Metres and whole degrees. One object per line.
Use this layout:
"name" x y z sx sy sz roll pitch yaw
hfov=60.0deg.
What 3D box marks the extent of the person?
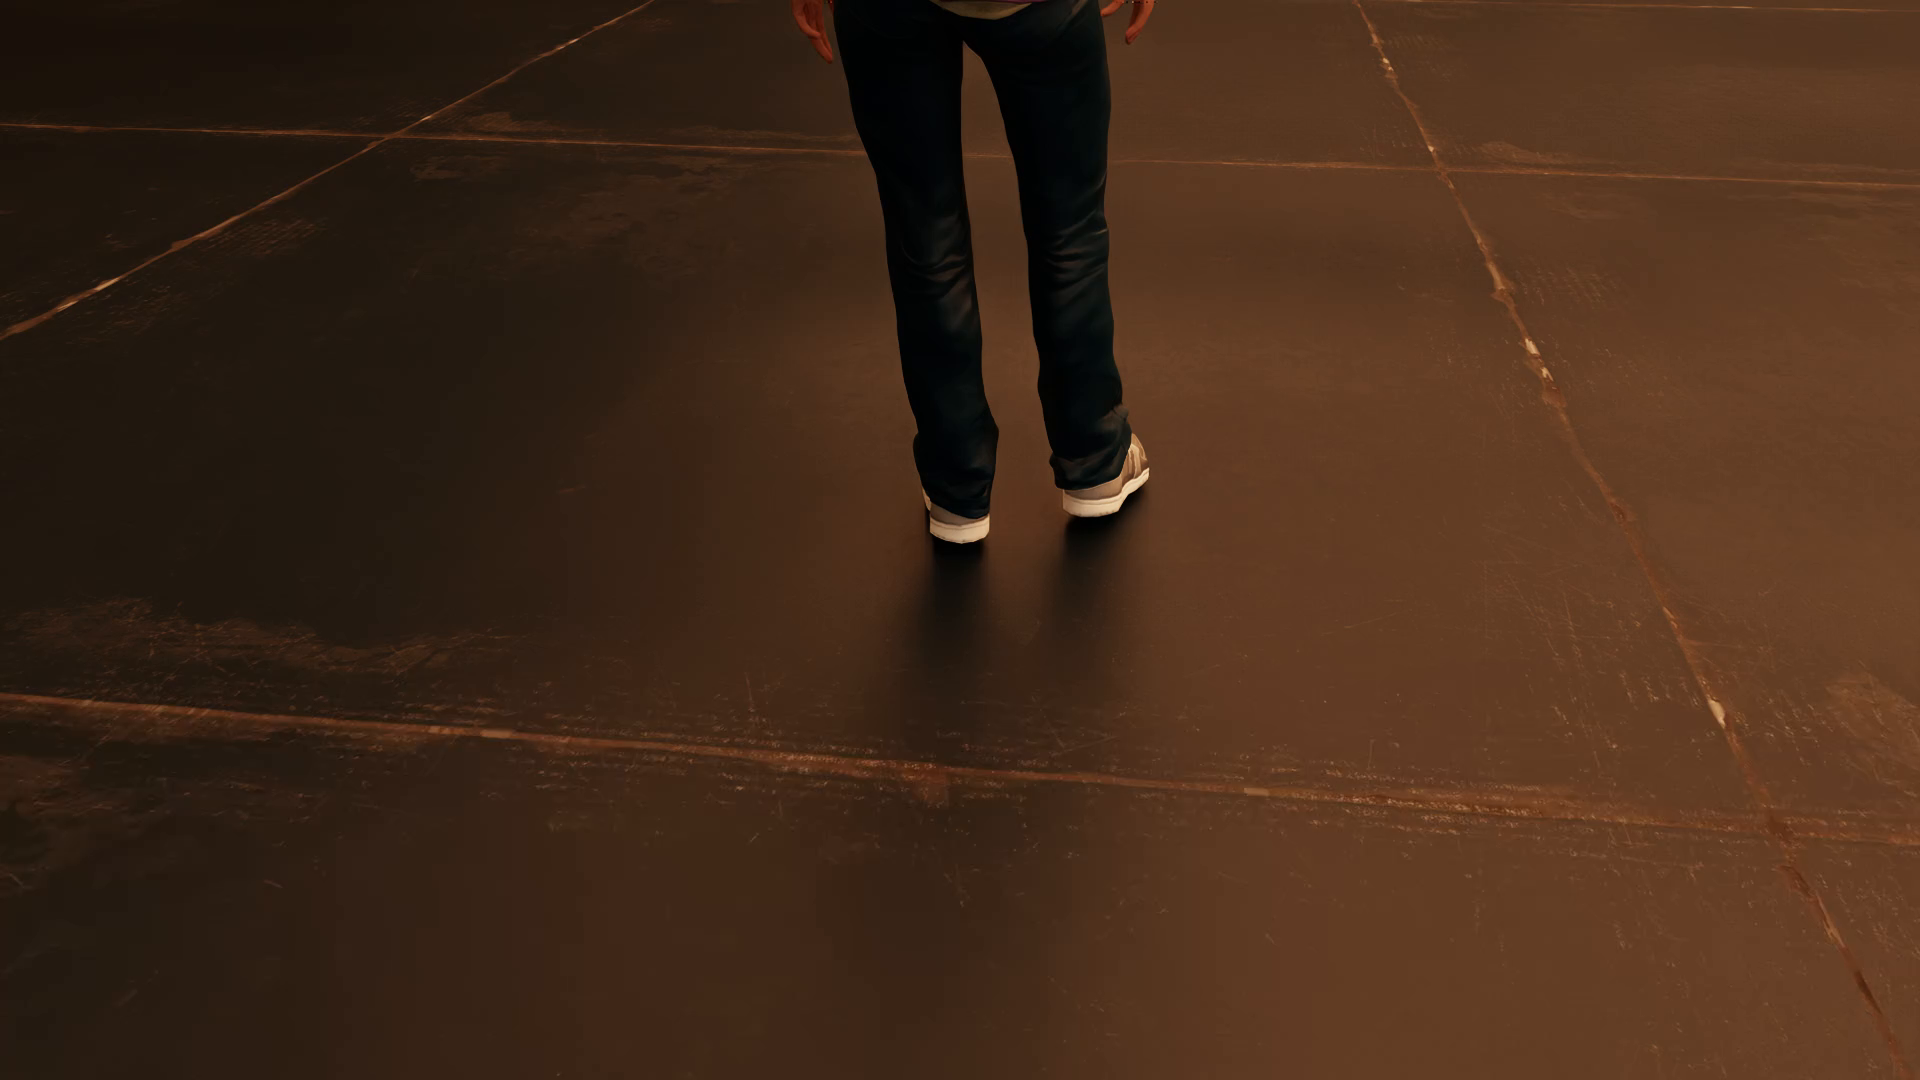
"person" 0.024 -0.751 2.206 0.520 1.592 0.473 3 27 7
